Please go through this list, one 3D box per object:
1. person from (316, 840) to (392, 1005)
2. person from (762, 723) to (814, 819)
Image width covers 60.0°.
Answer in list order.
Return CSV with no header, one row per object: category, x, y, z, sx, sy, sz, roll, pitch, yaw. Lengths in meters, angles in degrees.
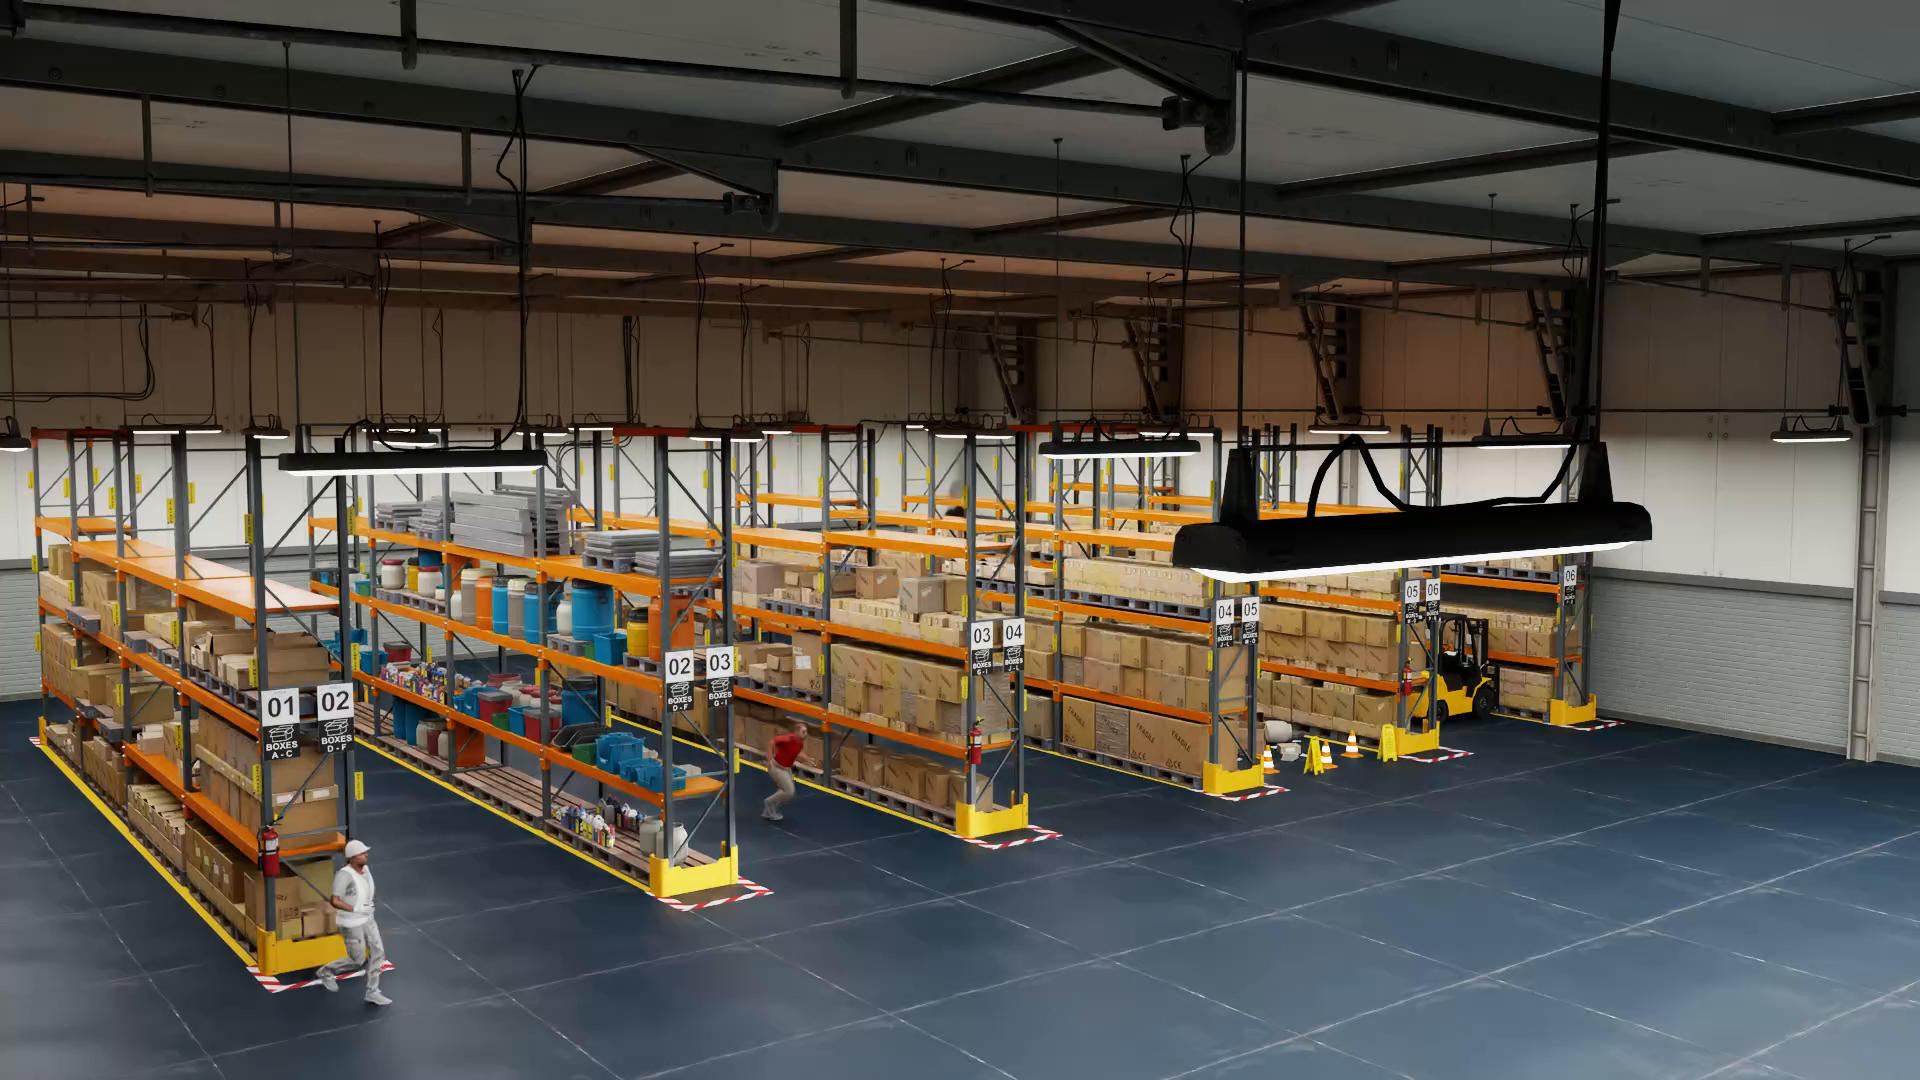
person,-6.473,4.077,17.713,0.813,1.786,0.718,1,5,9
person,-2.671,3.558,25.480,0.889,1.551,0.694,2,5,23
